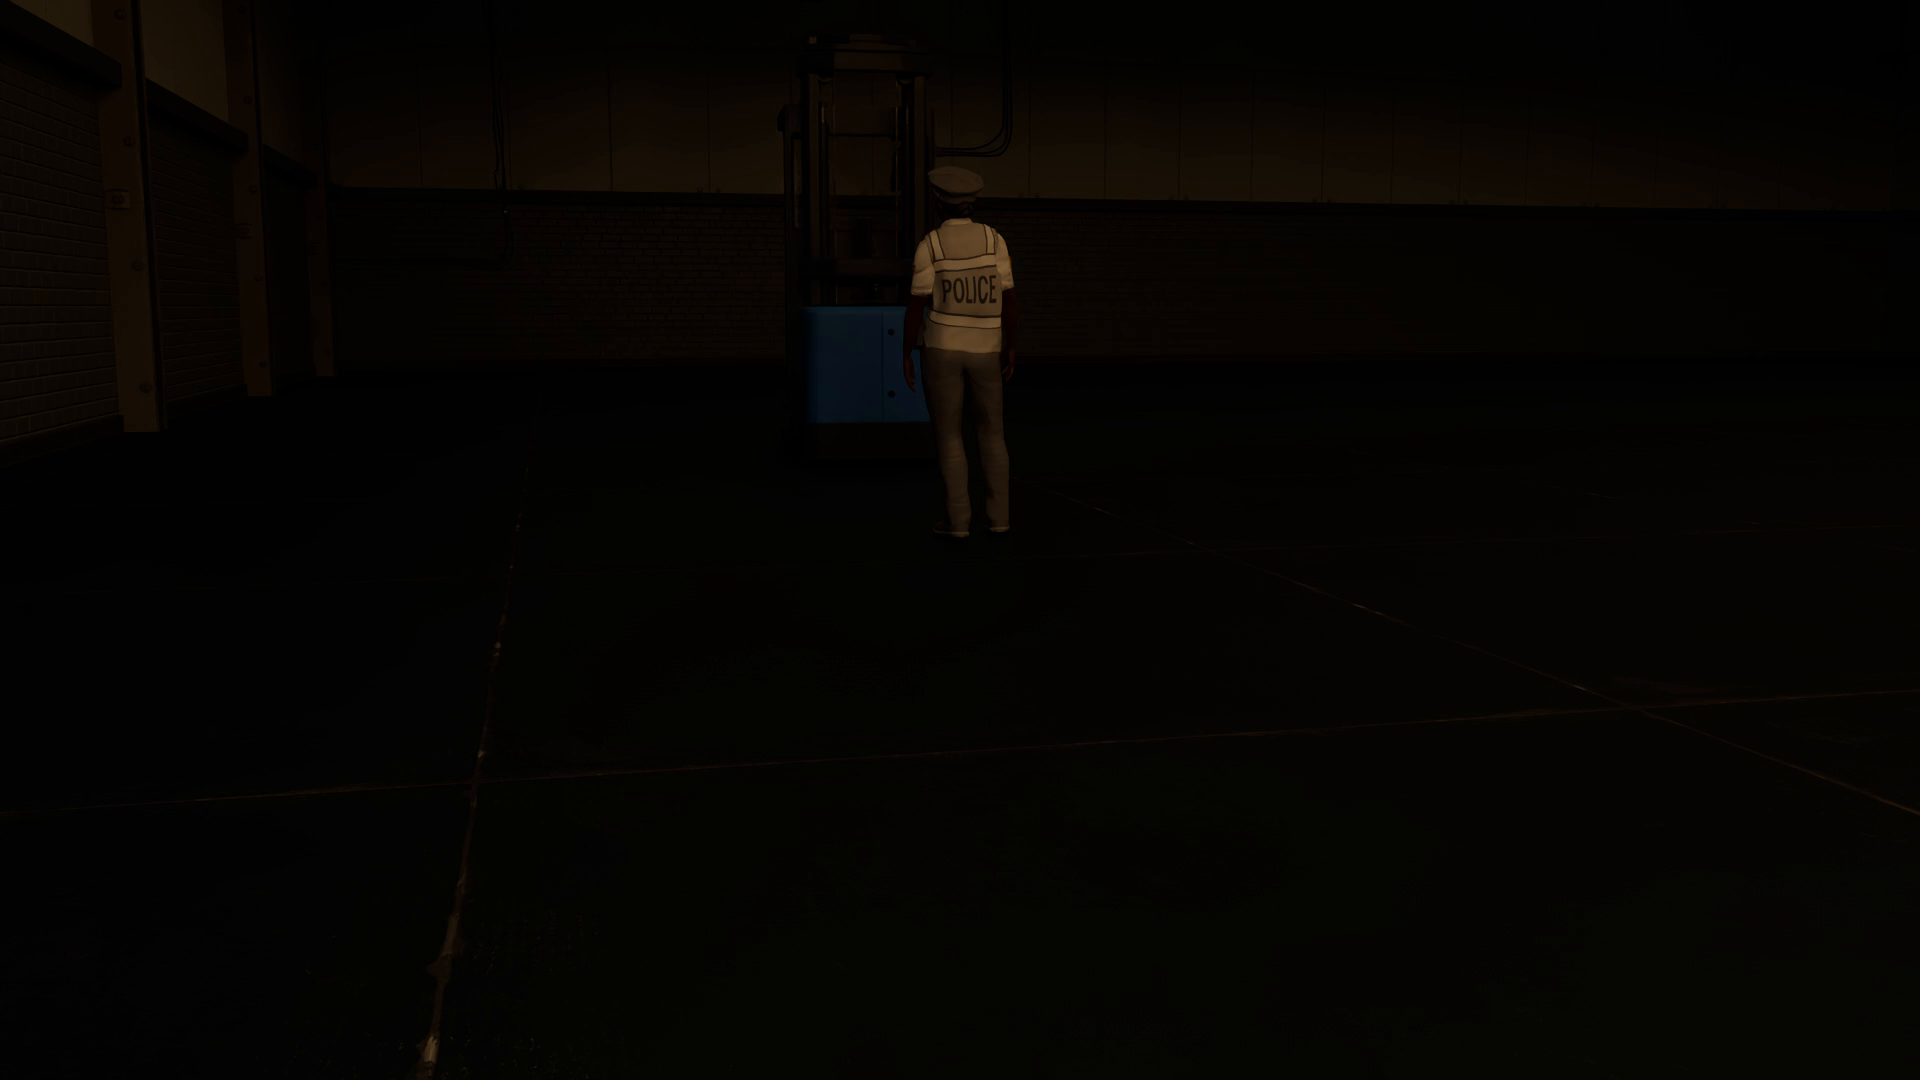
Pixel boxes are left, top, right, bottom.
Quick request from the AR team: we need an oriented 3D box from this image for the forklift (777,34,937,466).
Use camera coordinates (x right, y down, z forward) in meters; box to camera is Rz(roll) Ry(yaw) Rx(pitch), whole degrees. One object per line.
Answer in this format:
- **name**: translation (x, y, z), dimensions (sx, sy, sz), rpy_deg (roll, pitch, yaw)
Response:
- **forklift**: translation (-0.764, -2.125, 12.313), dimensions (1.130, 2.935, 3.031), rpy_deg (-1, 8, -10)

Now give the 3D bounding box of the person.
- **person**: translation (0.002, -0.857, 7.665), dimensions (0.569, 1.695, 0.530), rpy_deg (-2, 8, -13)
